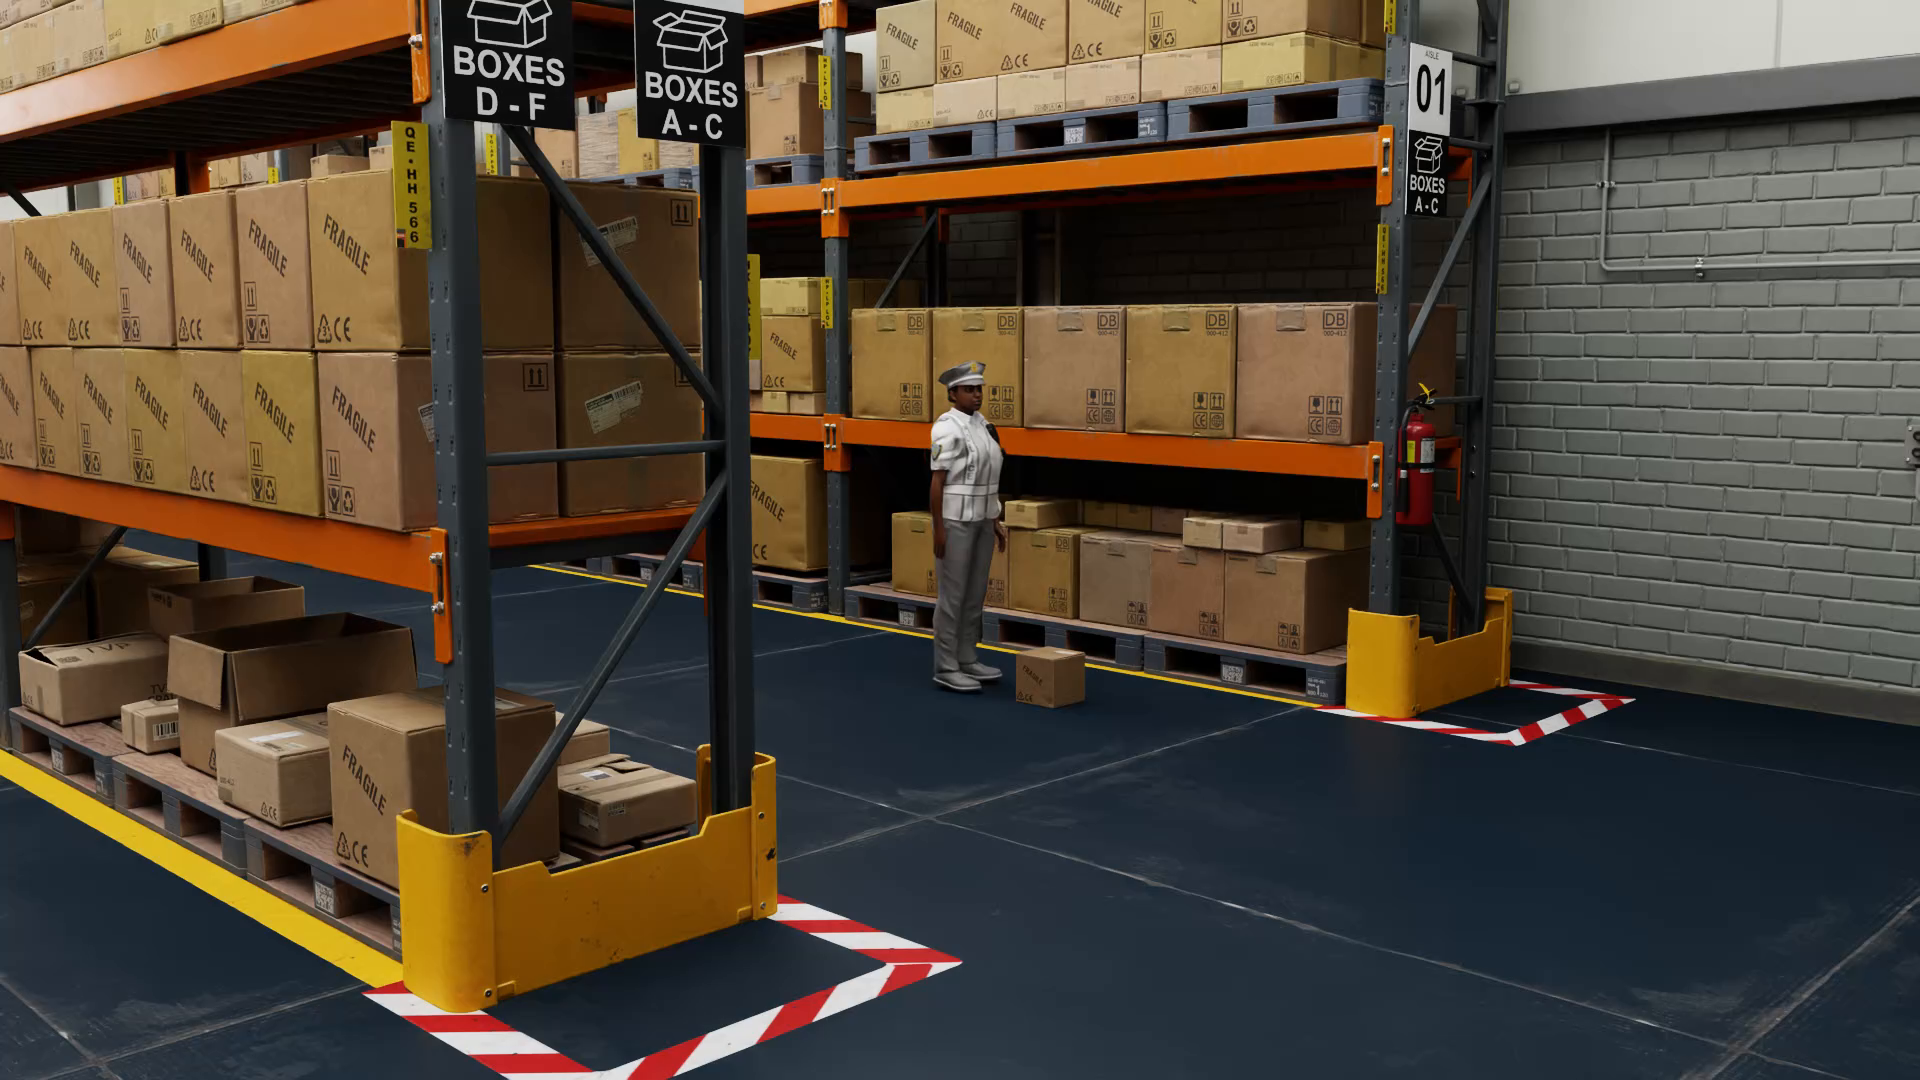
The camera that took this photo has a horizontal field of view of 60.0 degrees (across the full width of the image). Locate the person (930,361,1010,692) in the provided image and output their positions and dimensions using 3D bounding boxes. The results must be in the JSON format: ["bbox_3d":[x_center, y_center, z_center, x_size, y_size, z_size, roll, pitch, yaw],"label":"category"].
[{"bbox_3d":[0.055,-0.088,8.705,0.360,1.696,0.490,5,9,36],"label":"person"}]
